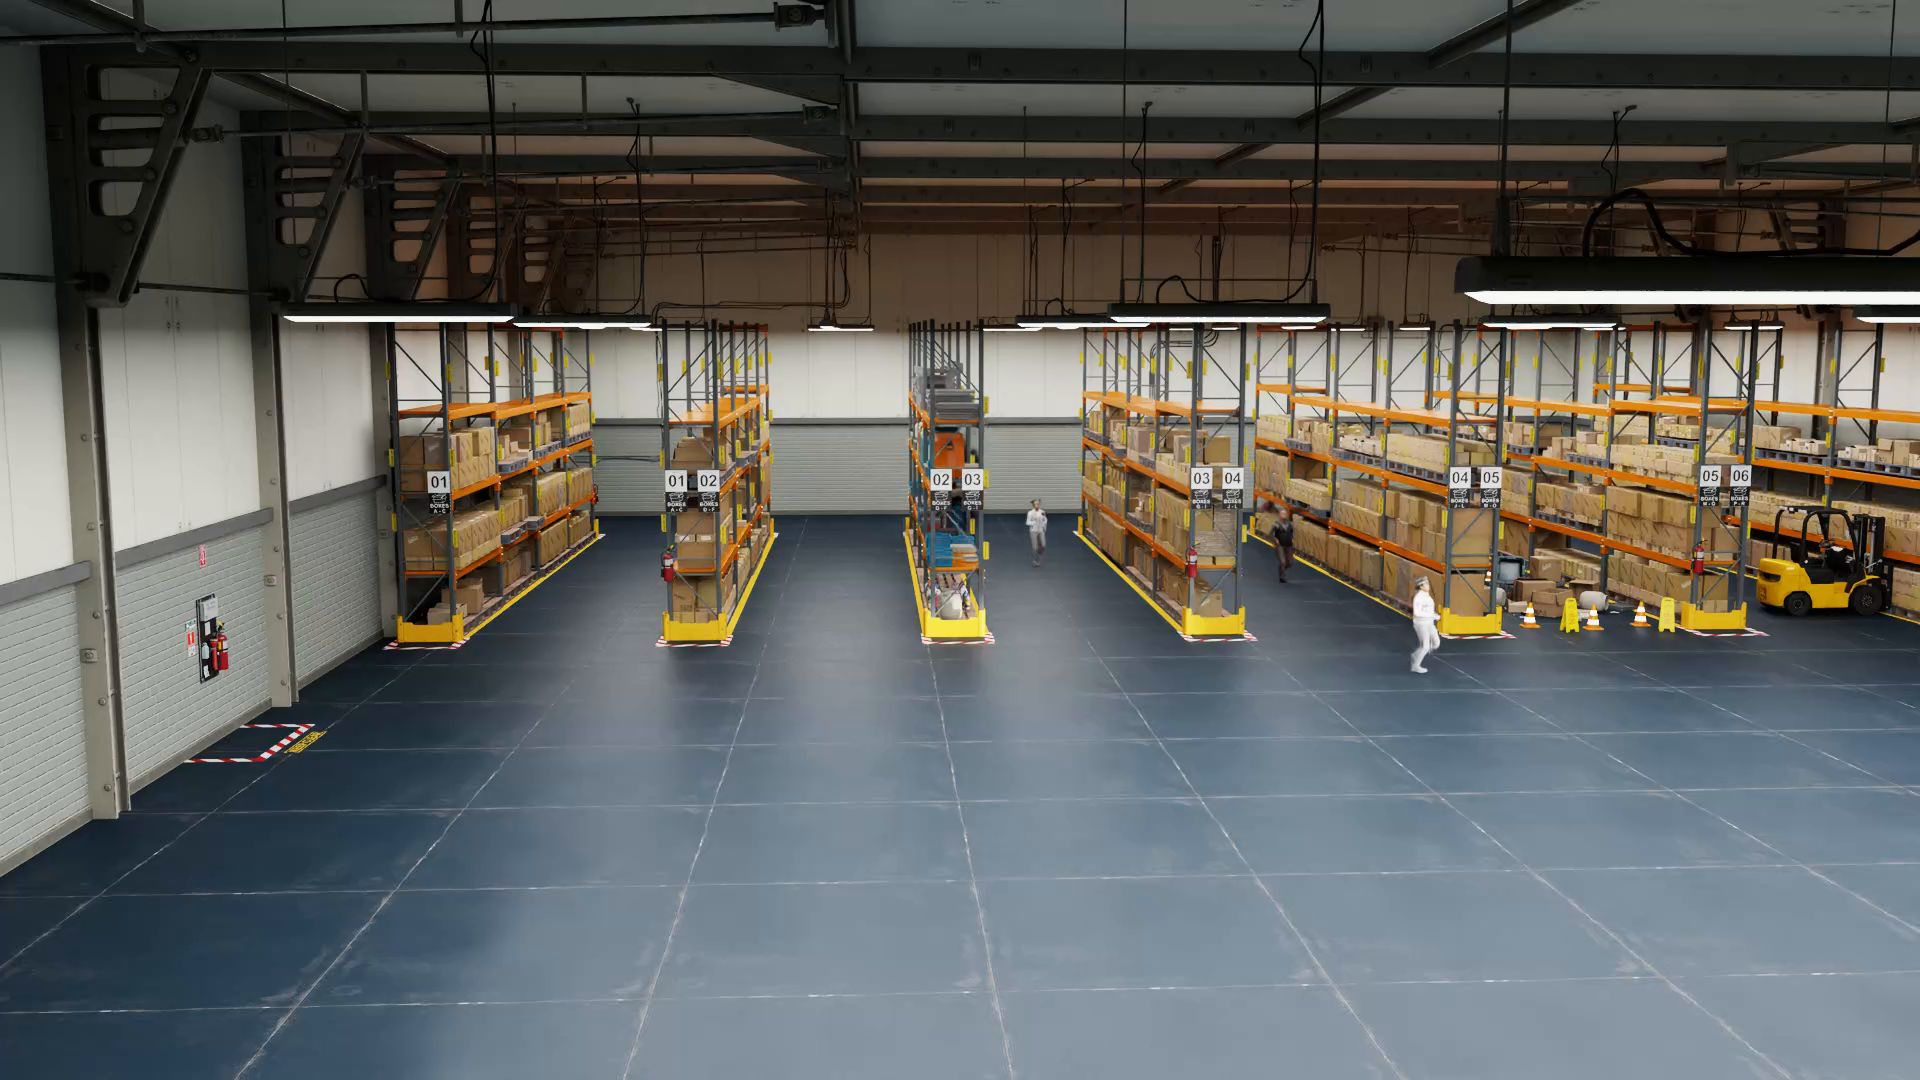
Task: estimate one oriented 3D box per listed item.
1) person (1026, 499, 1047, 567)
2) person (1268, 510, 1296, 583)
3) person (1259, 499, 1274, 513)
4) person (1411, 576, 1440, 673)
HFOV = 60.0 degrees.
[{"bbox_3d":[1.932,-0.177,41.076,0.596,1.684,0.614,-2,7,-15],"label":"person"},{"bbox_3d":[7.464,0.144,38.485,0.659,1.671,0.614,-1,7,-9],"label":"person"},{"bbox_3d":[9.144,-1.161,49.204,0.568,1.632,0.657,2,7,17],"label":"person"},{"bbox_3d":[7.905,1.427,28.146,0.542,1.649,0.603,5,9,36],"label":"person"}]
